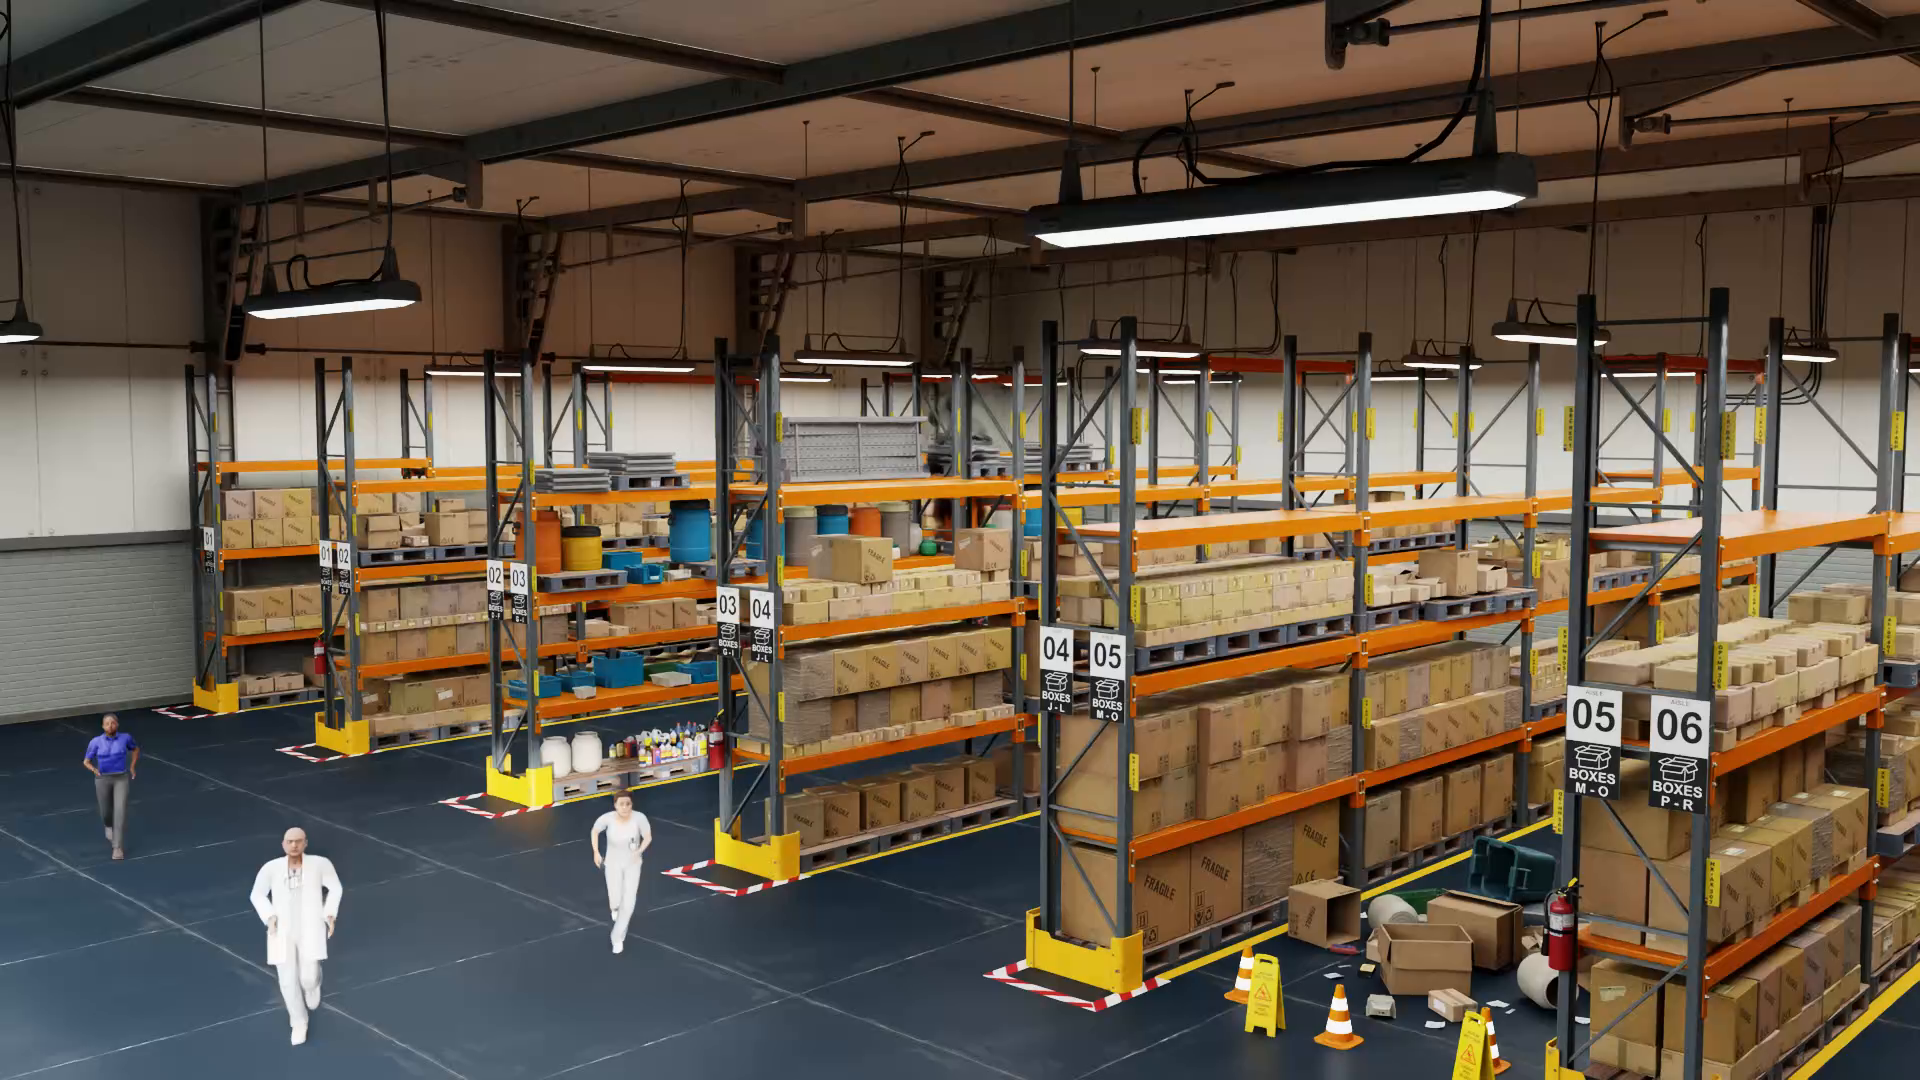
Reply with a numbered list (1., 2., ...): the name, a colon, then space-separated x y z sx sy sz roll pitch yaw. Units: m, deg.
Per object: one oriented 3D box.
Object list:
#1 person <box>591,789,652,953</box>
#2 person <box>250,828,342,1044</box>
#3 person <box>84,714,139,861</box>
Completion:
1. person: -3.260 3.158 16.035 0.554 1.599 0.702 -2 5 -19
2. person: -5.518 3.249 13.845 0.712 1.739 0.652 -1 5 -17
3. person: -9.930 2.858 19.488 0.587 1.643 0.902 -2 5 -26
